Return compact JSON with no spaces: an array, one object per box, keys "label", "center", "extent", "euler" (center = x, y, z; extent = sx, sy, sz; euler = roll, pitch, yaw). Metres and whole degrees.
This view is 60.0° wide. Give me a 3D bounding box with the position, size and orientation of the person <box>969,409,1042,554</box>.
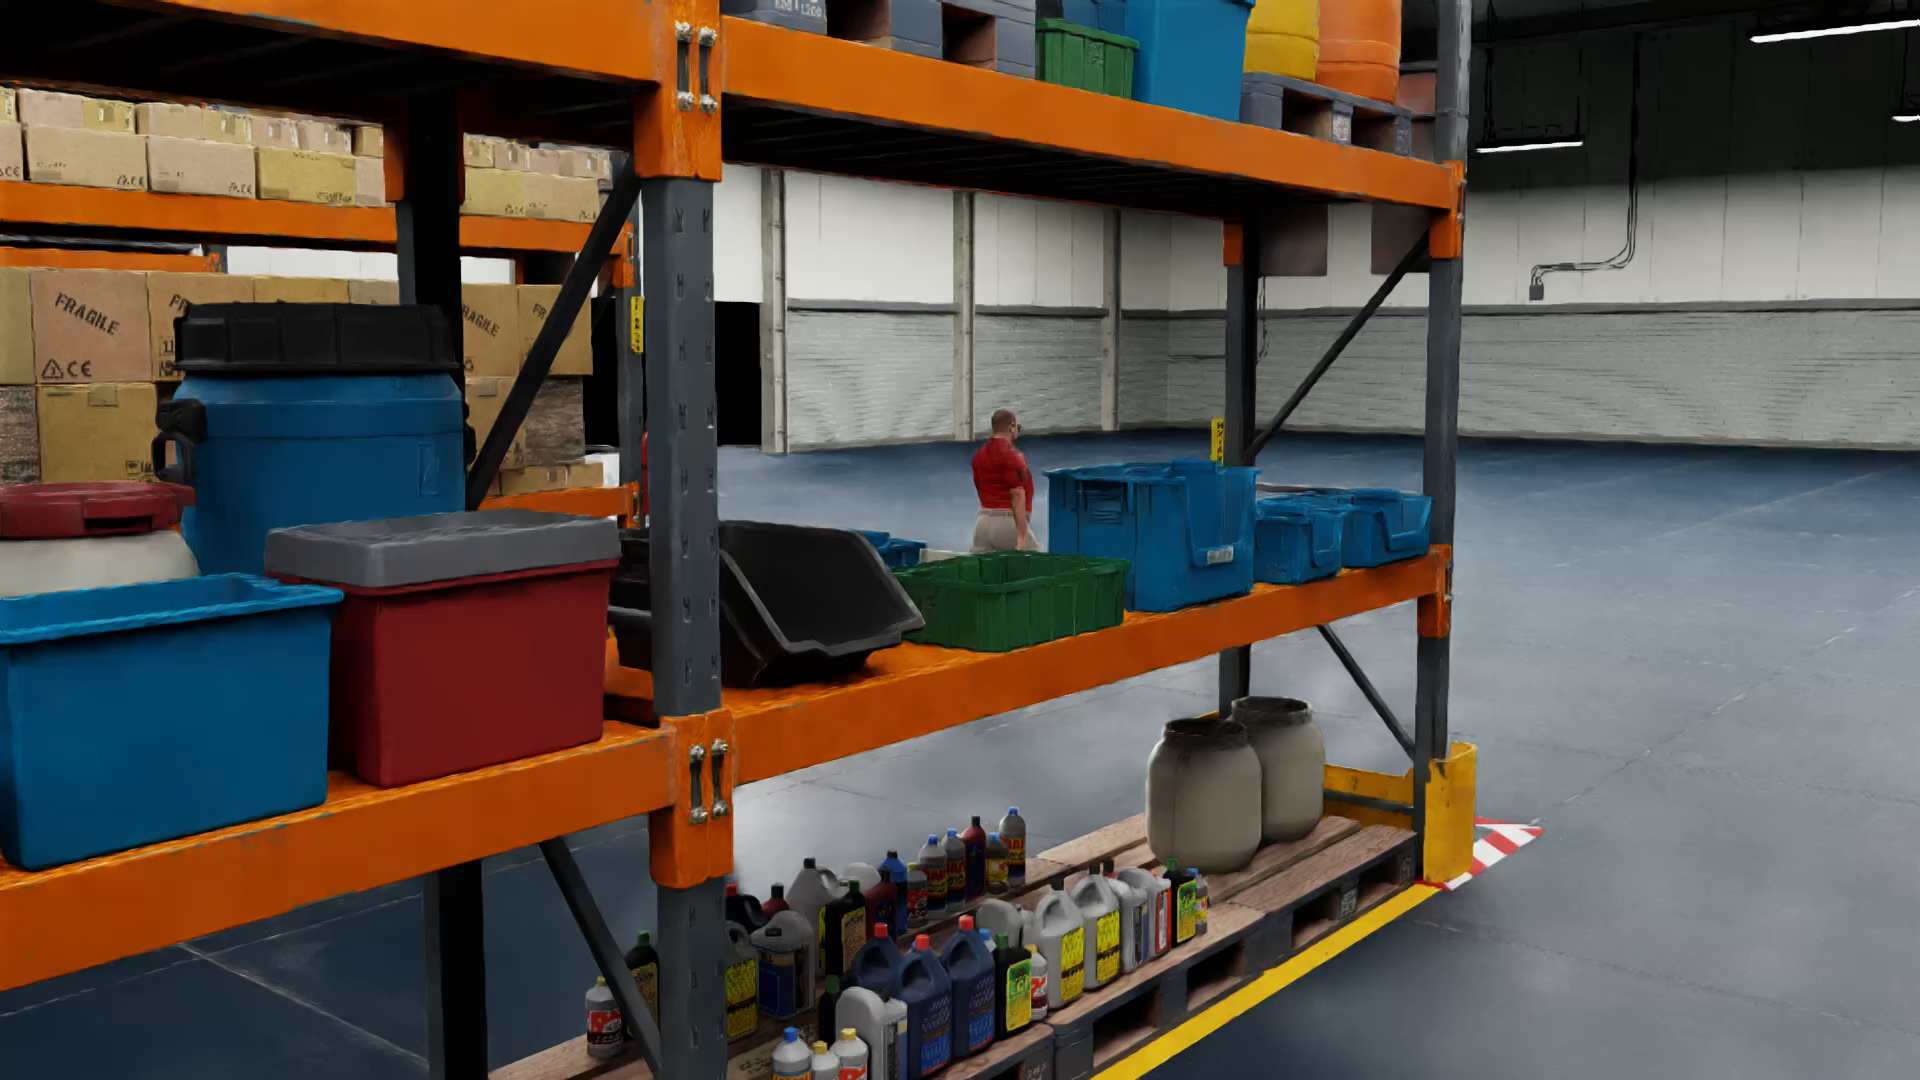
[{"label":"person","center":[0.310,-0.048,11.318],"extent":[0.800,1.683,0.620],"euler":[-6,9,-41]}]
